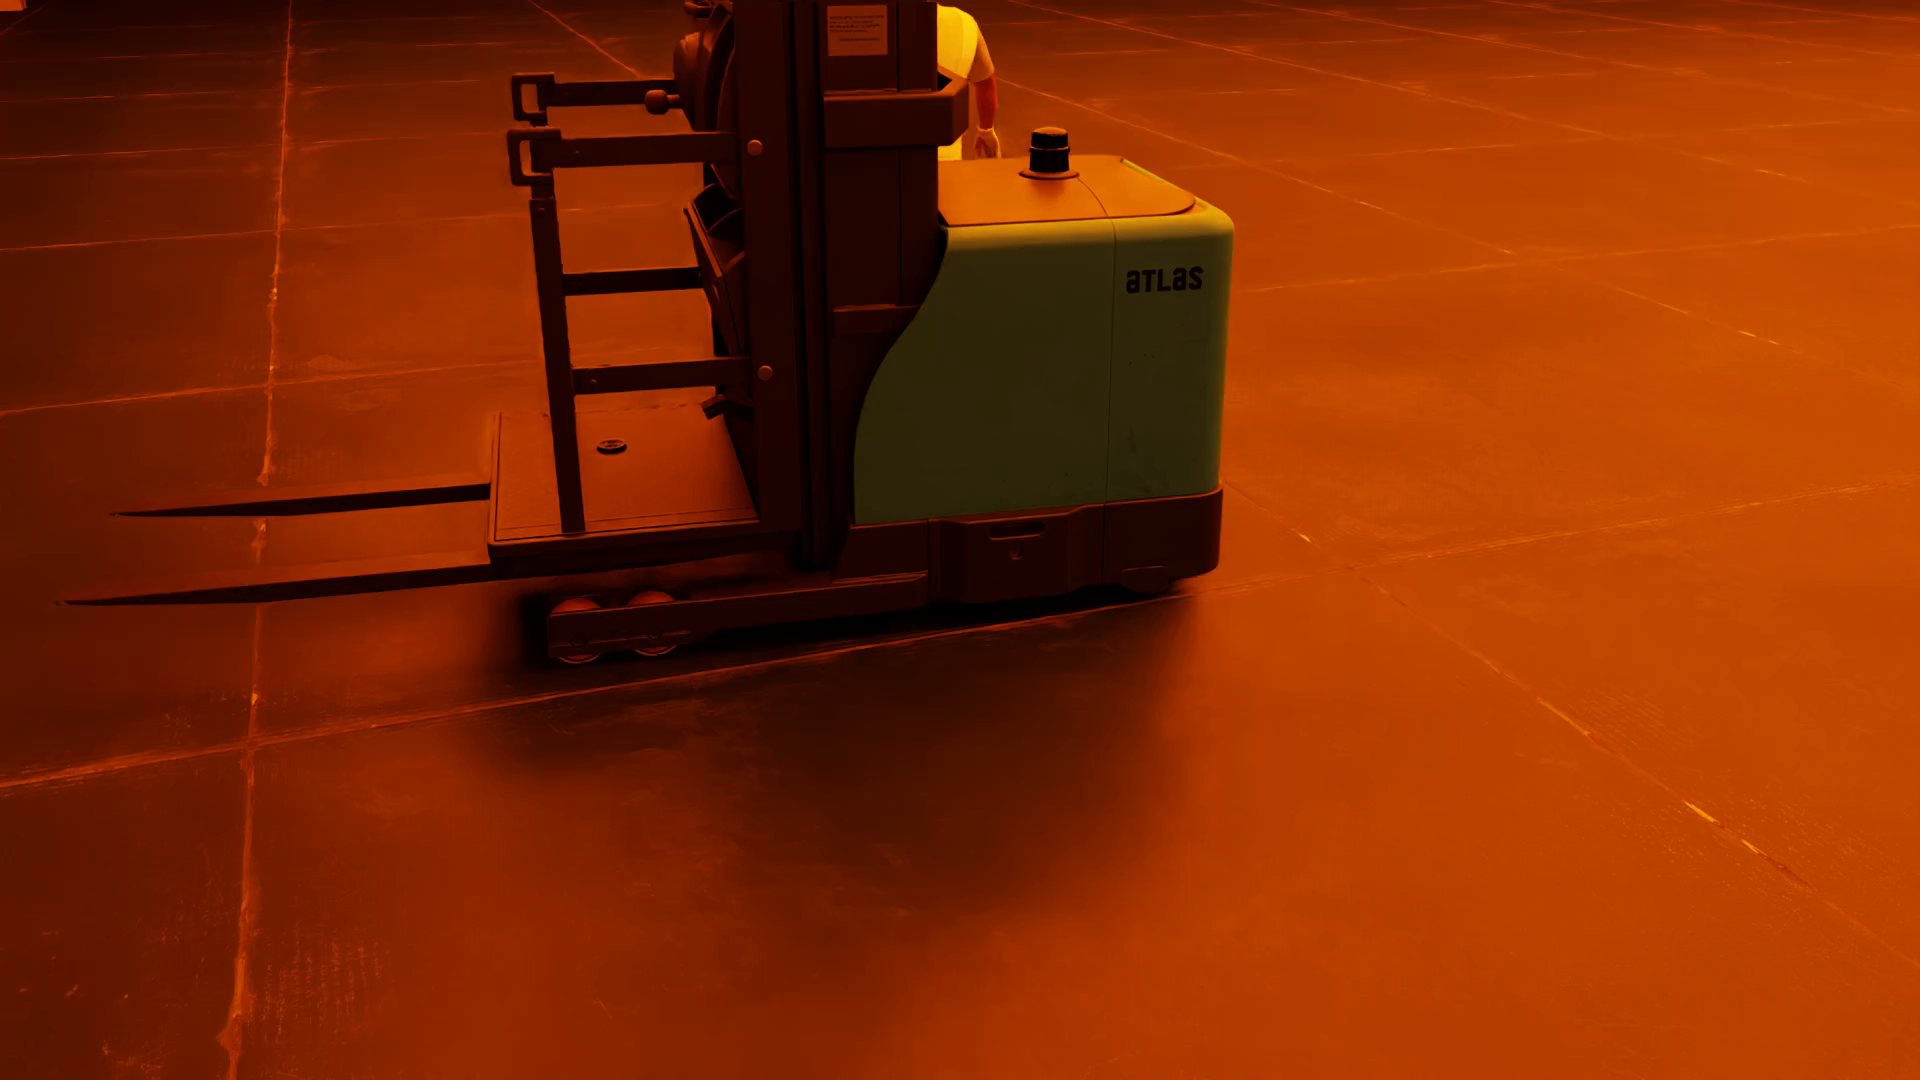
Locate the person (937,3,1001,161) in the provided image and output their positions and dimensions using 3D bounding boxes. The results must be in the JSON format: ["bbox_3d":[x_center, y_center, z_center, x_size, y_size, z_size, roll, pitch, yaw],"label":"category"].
[{"bbox_3d":[-0.219,-1.617,6.841,1.033,1.659,0.524,-11,25,-25],"label":"person"}]

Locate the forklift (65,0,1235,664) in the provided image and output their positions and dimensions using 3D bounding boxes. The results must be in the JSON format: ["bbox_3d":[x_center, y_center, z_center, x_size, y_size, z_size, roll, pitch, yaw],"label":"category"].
[{"bbox_3d":[-0.836,-1.255,4.282,3.031,2.935,1.130,-5,23,-12],"label":"forklift"}]
